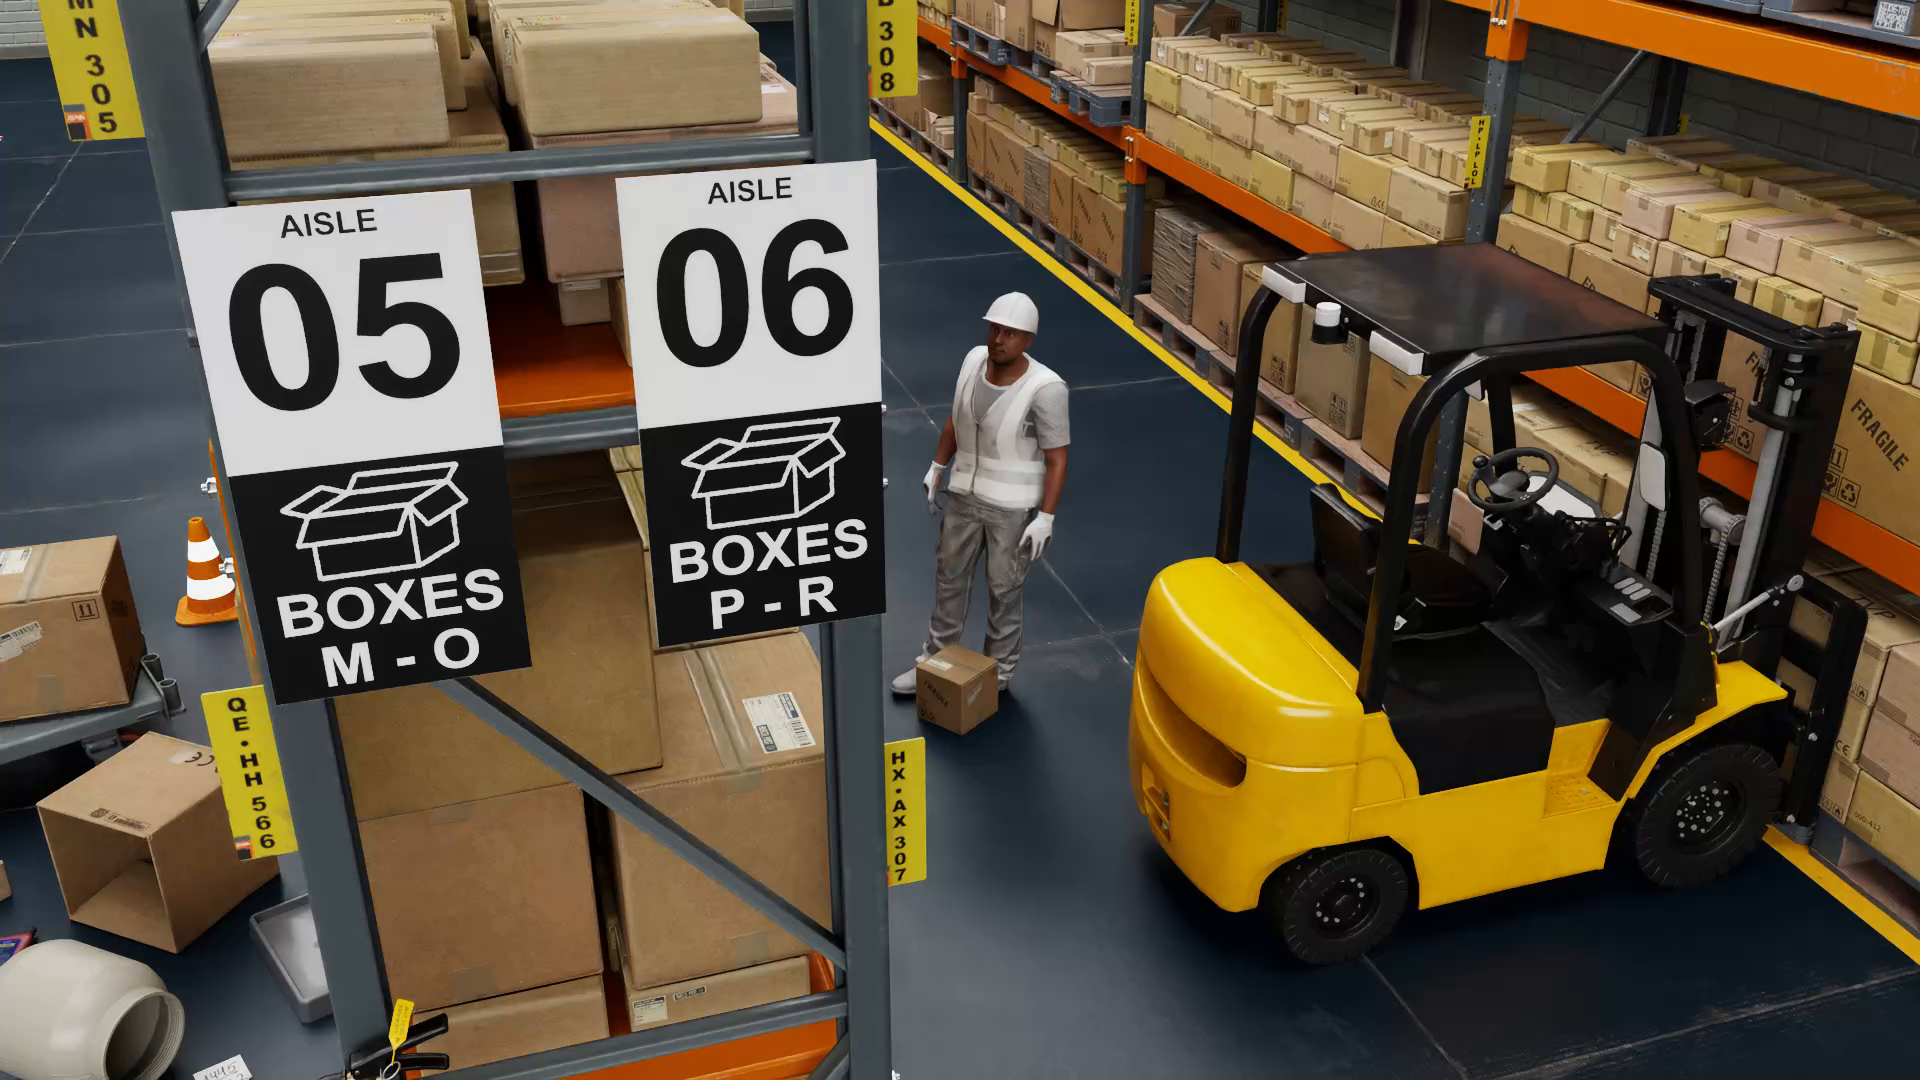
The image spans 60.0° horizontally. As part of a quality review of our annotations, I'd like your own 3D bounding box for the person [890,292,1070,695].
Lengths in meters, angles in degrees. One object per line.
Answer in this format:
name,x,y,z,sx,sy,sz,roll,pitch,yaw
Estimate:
person,0.093,-0.141,6.858,0.653,1.782,0.577,21,33,36
